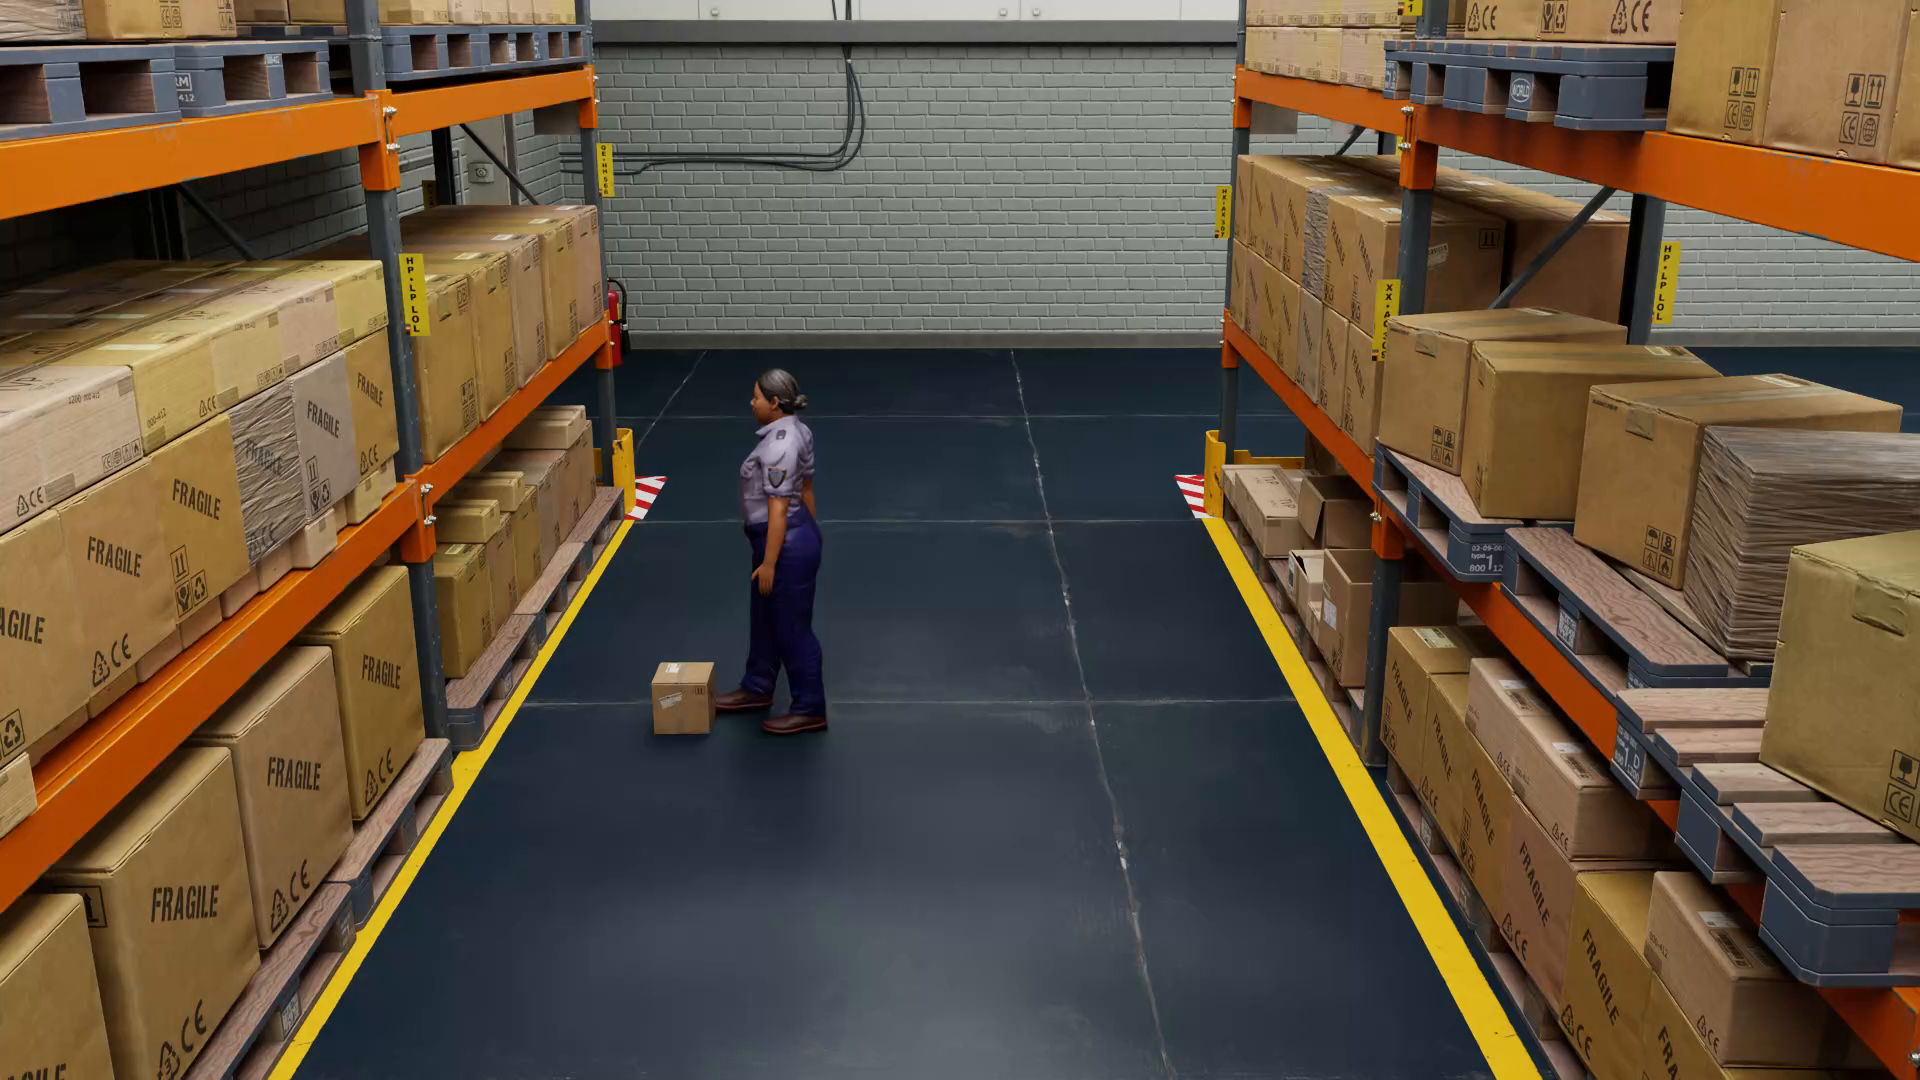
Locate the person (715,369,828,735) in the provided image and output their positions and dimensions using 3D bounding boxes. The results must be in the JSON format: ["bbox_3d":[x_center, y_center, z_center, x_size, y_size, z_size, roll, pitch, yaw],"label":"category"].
[{"bbox_3d":[-0.889,0.053,7.386,0.564,1.642,0.480,0,17,0],"label":"person"}]
